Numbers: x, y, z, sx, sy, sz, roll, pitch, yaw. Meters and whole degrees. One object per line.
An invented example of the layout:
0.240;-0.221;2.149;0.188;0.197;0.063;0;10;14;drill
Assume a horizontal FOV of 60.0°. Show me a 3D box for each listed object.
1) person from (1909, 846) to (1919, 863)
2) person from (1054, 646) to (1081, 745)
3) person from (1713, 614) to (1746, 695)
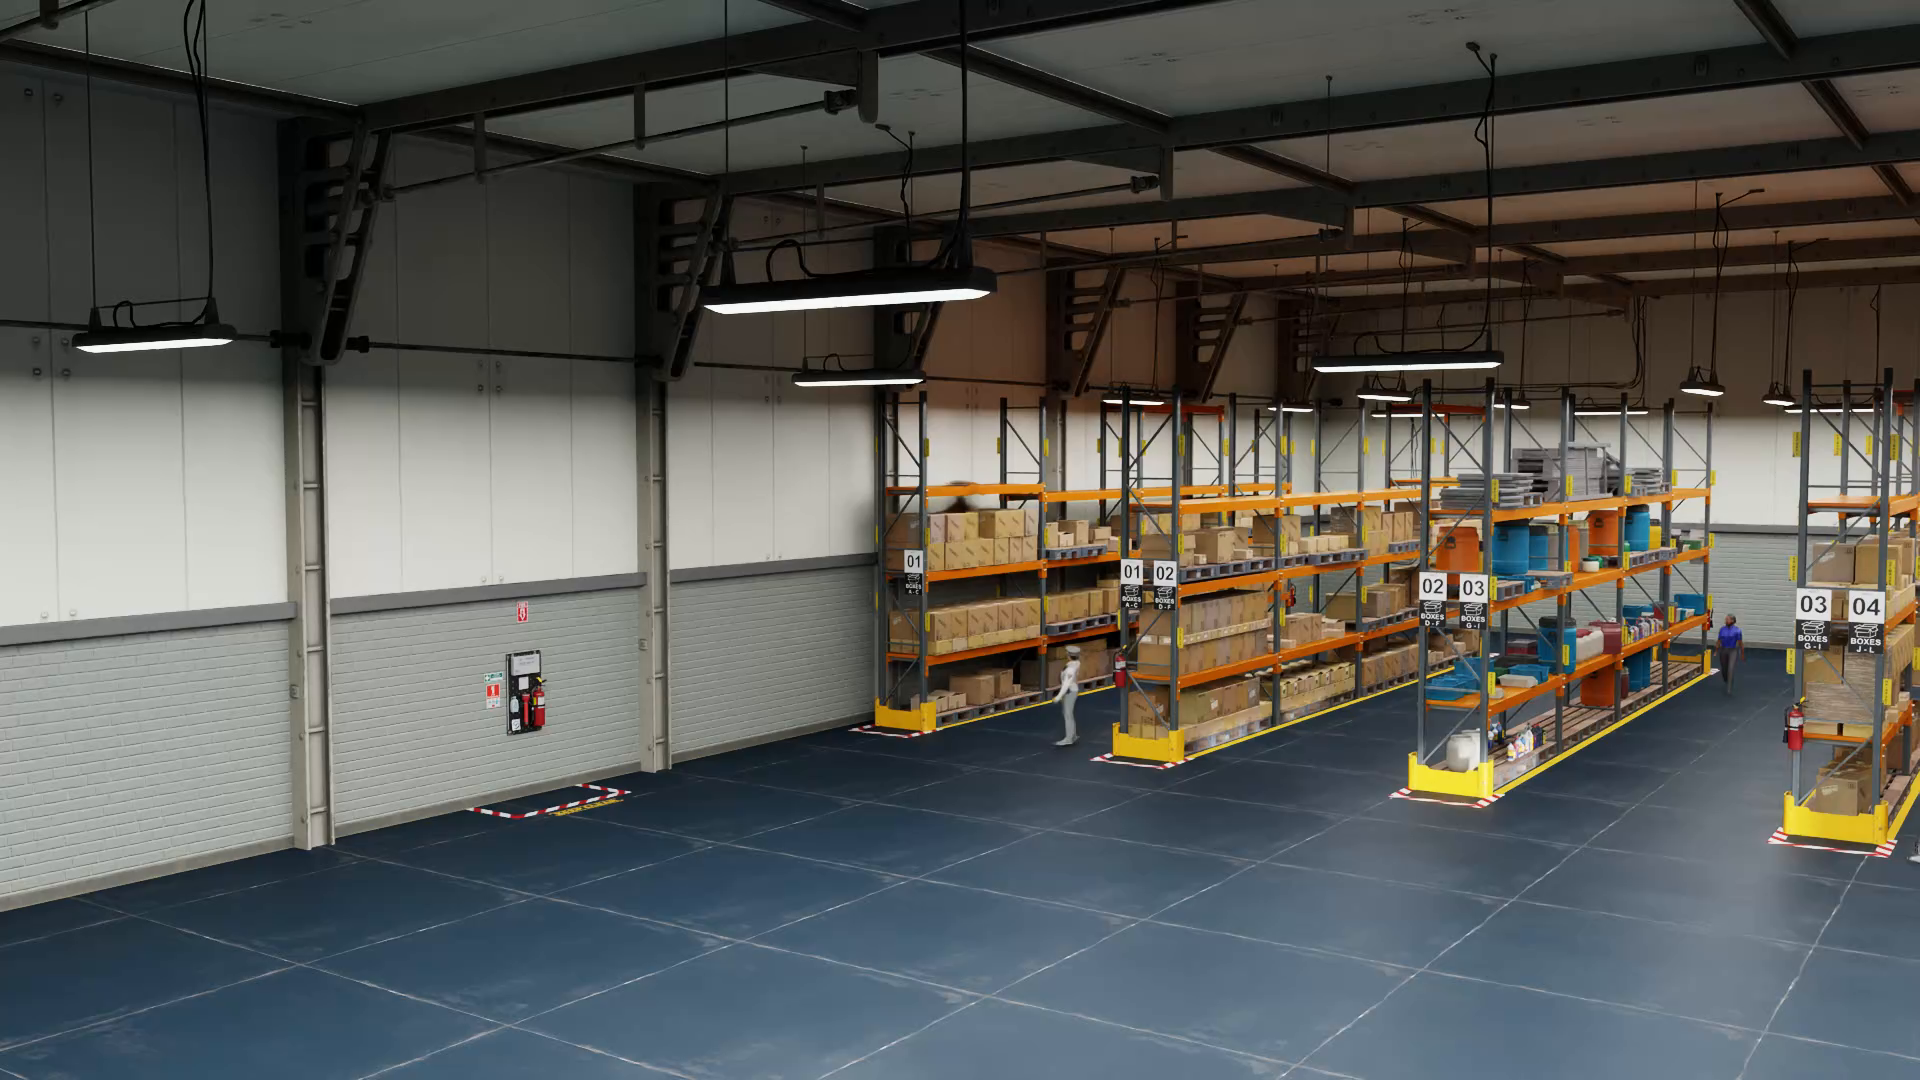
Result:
11.905;3.035;19.978;1.017;1.734;0.485;-2;4;-34;person
1.816;2.624;28.046;0.455;1.714;0.568;0;3;5;person
15.703;2.314;33.906;0.597;1.618;0.926;2;4;38;person
